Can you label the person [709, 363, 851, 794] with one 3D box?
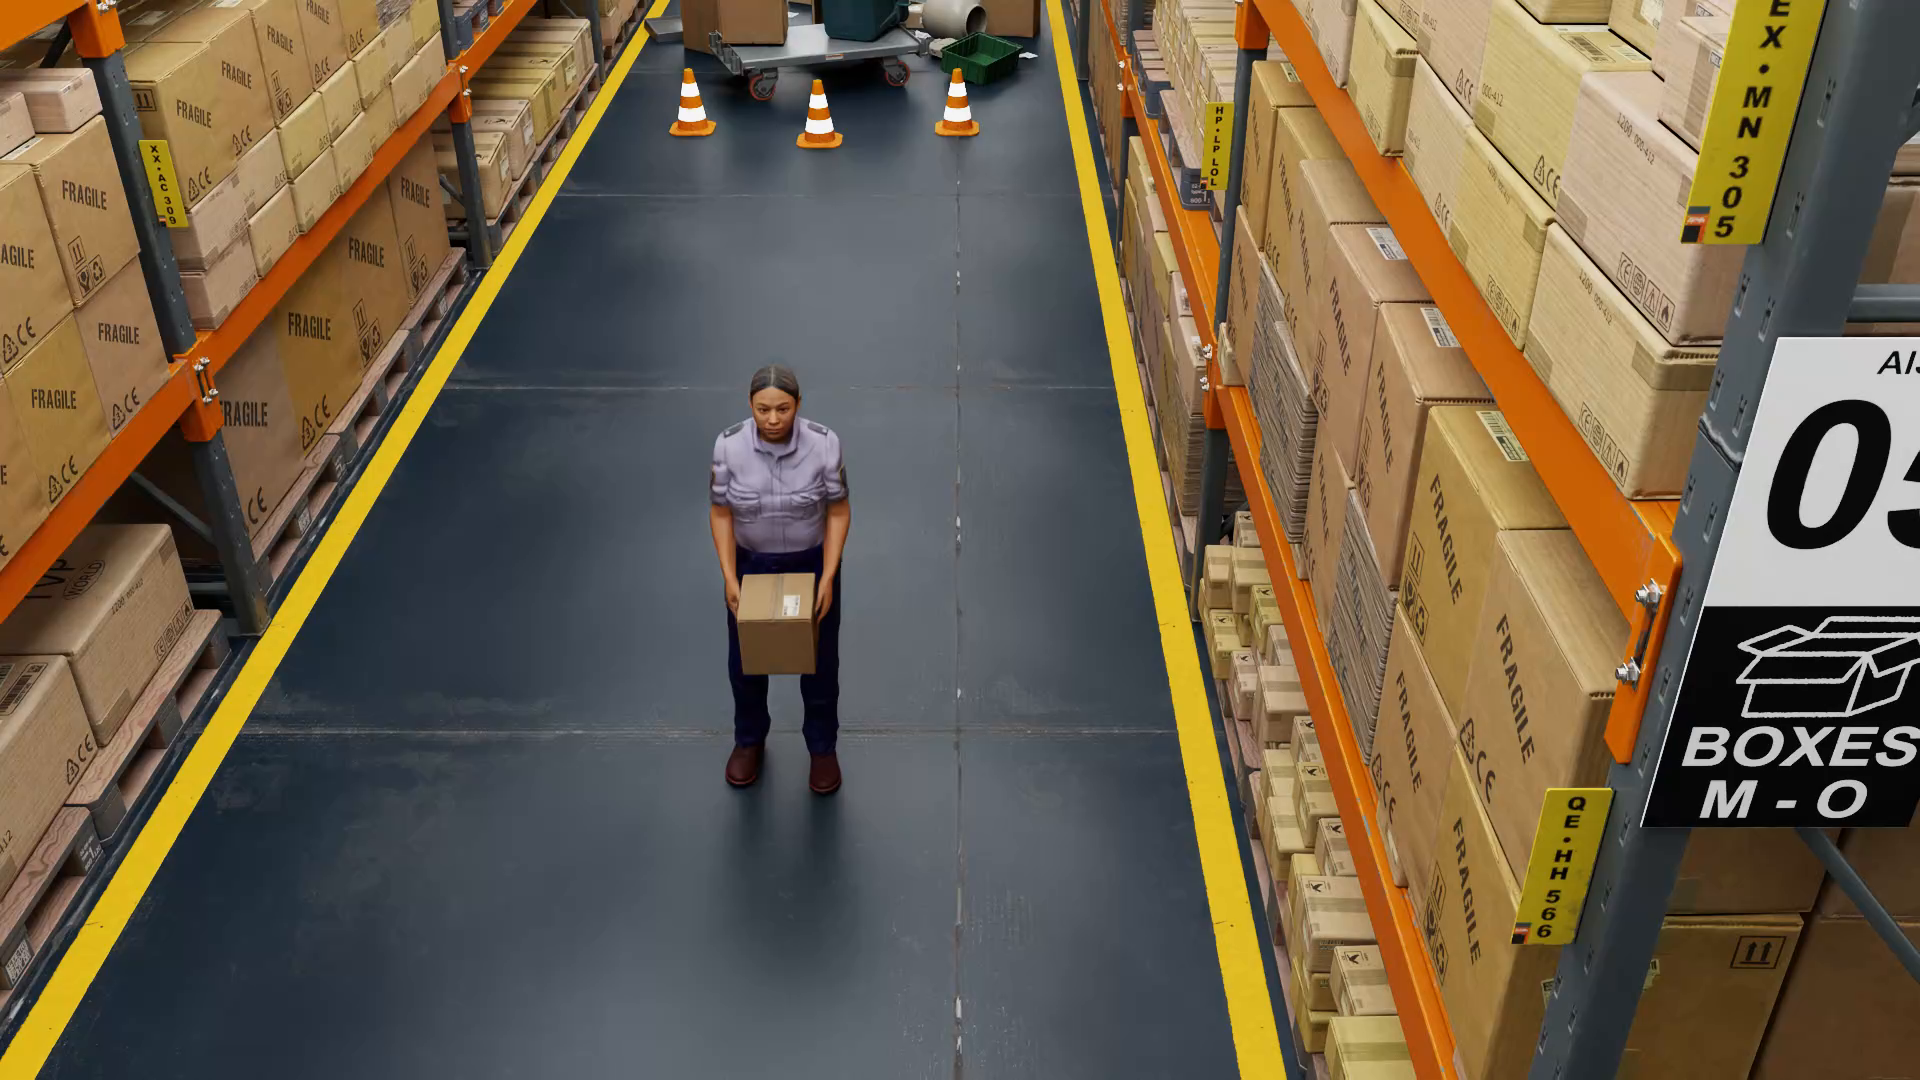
[{"bbox_3d":[-0.633,0.141,5.910,0.506,1.656,0.423,-1,32,-1],"label":"person"}]
